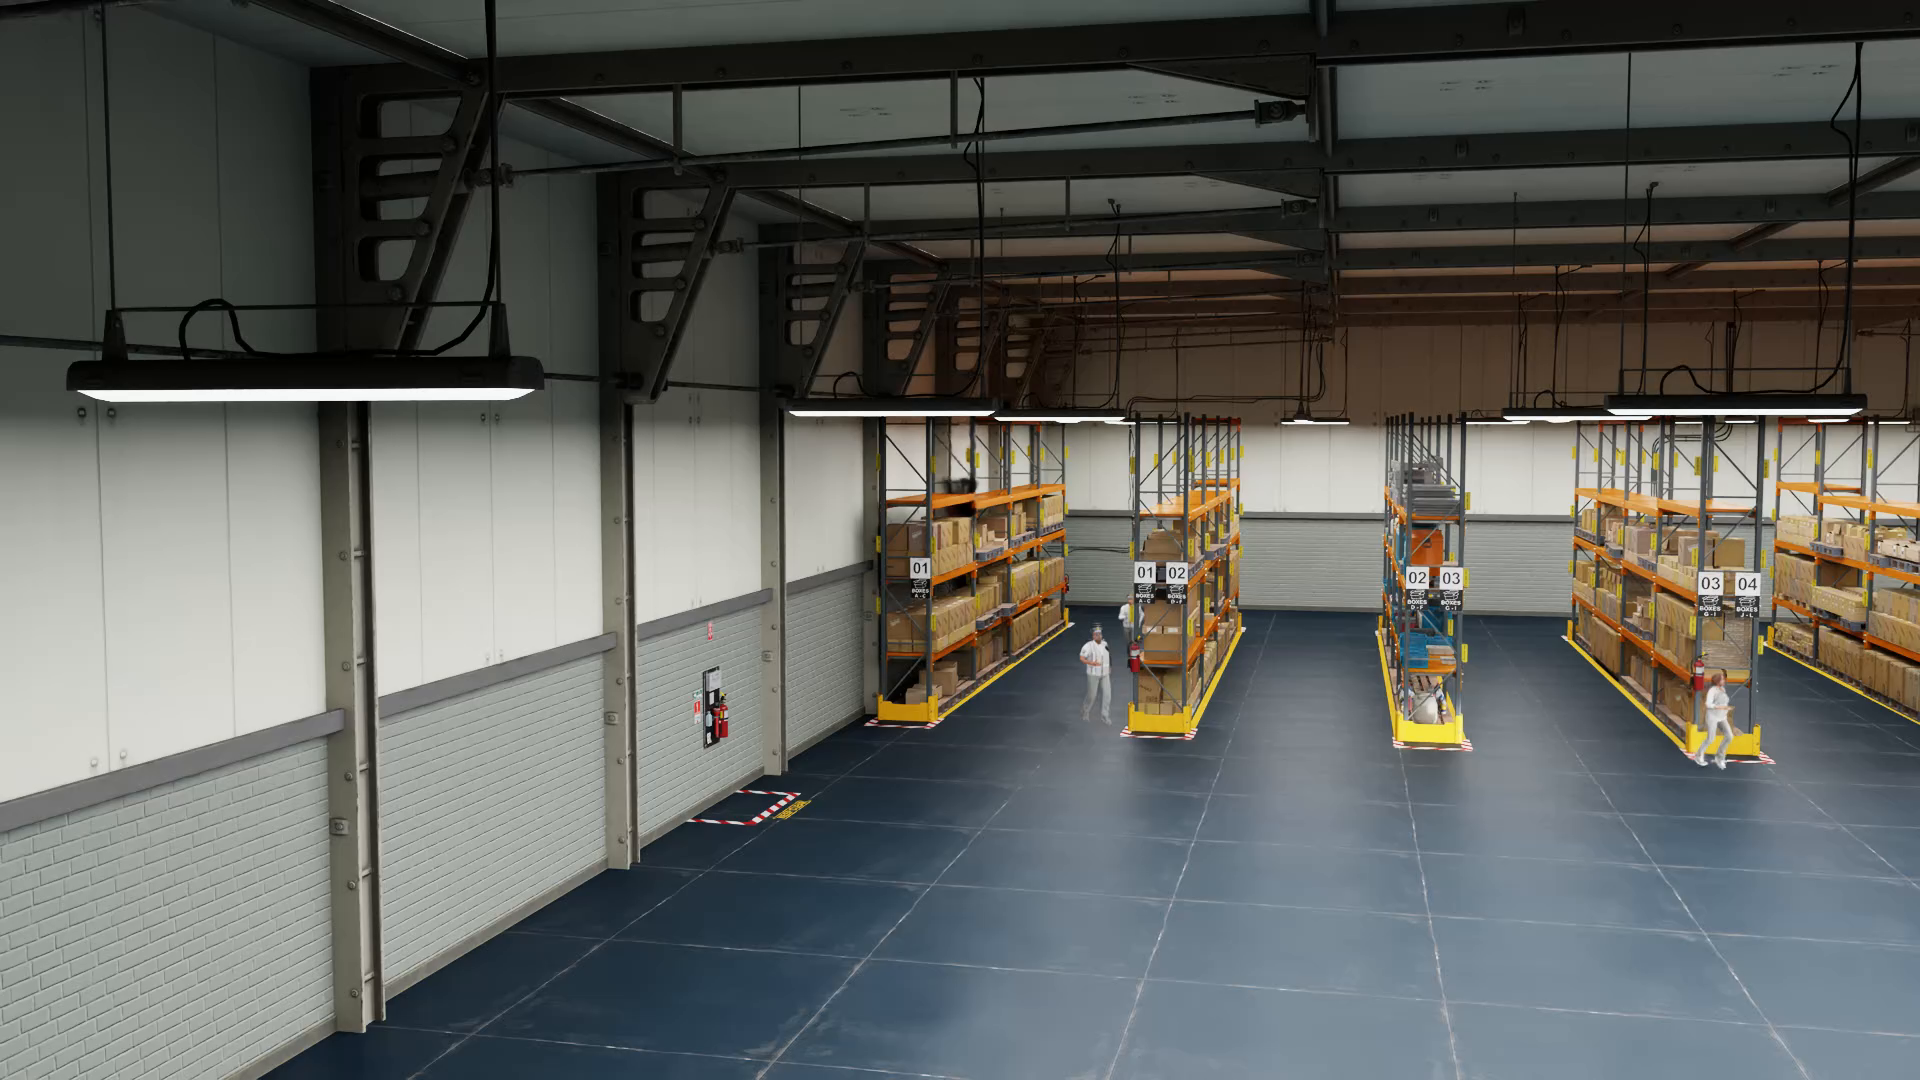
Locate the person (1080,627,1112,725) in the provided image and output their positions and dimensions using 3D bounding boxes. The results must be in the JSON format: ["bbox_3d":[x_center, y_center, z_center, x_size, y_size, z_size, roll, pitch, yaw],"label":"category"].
[{"bbox_3d":[2.566,2.530,31.201,0.670,1.825,0.810,-2,4,-22],"label":"person"}]

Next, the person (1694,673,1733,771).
[{"bbox_3d":[12.691,3.040,27.900,0.539,1.625,0.630,-2,4,-31],"label":"person"}]

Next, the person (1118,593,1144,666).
[{"bbox_3d":[4.114,2.149,40.206,0.564,1.740,0.720,1,4,10],"label":"person"}]
